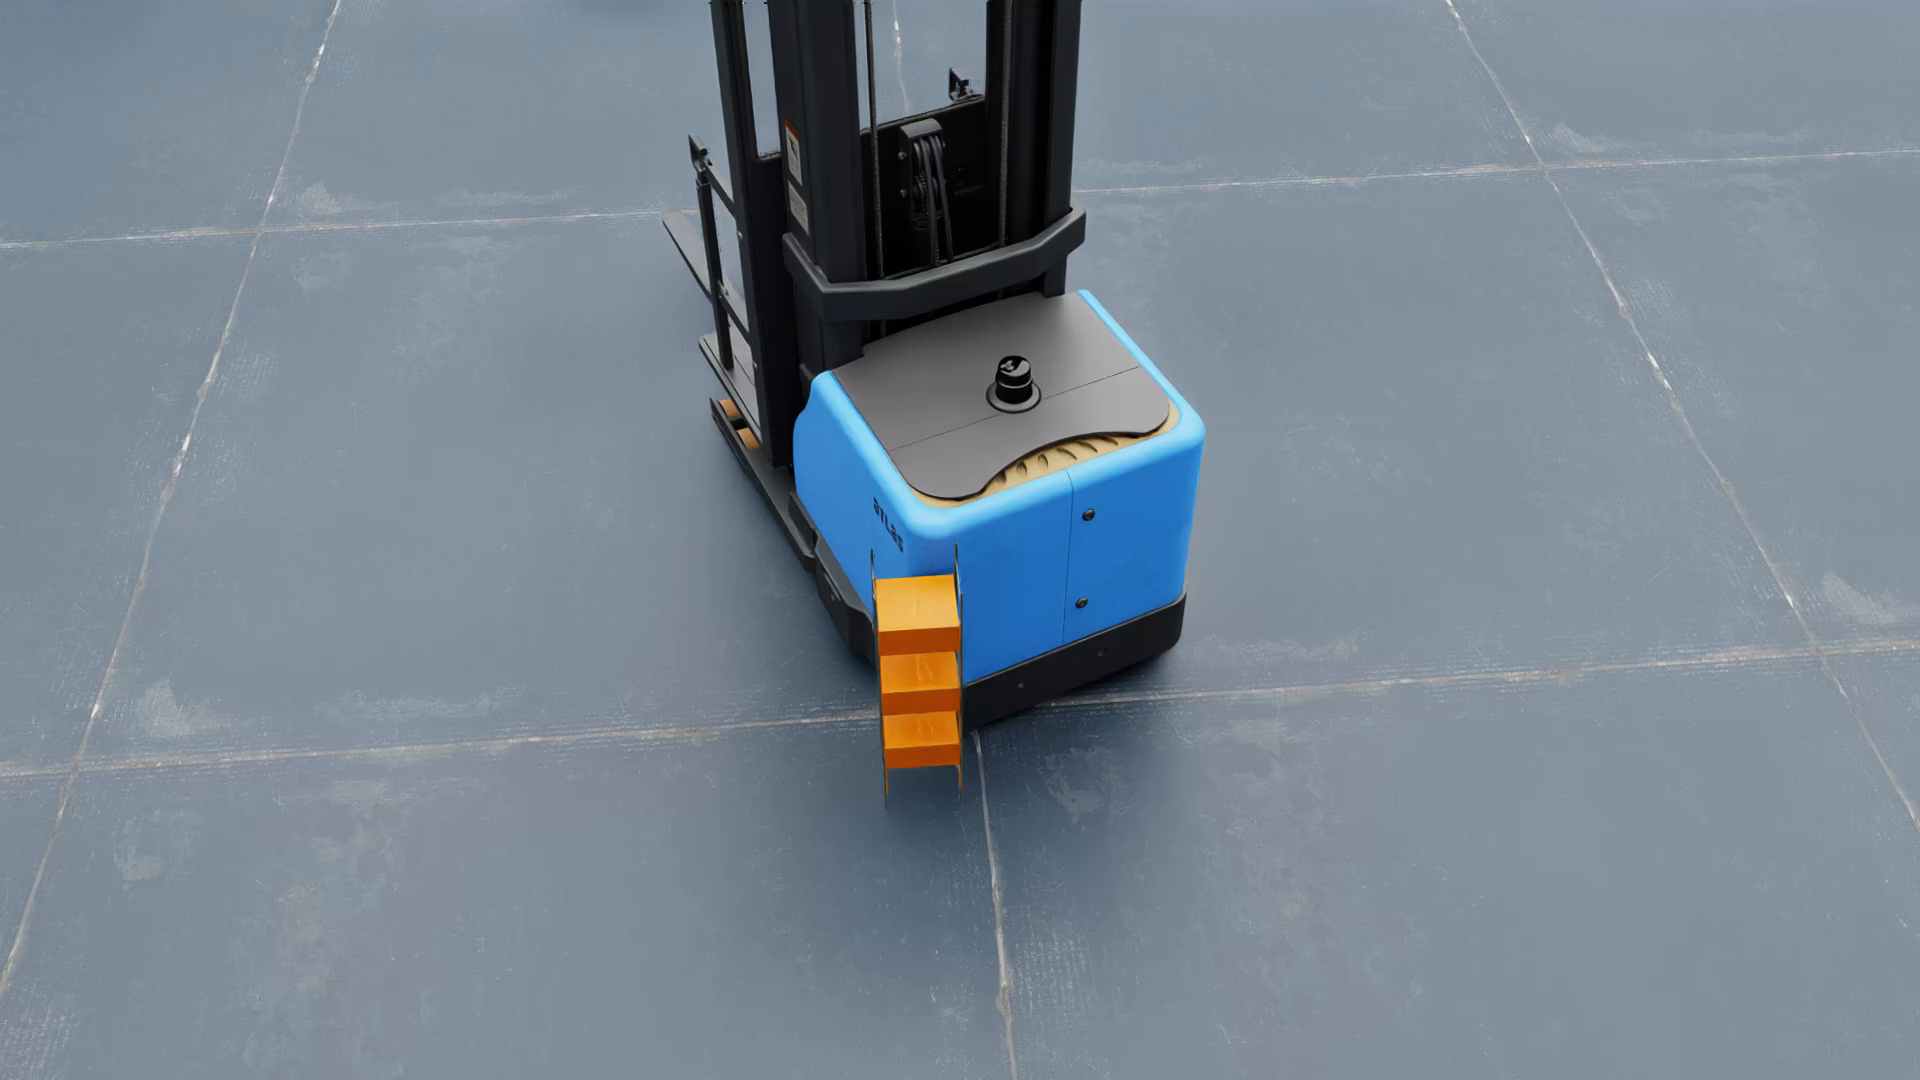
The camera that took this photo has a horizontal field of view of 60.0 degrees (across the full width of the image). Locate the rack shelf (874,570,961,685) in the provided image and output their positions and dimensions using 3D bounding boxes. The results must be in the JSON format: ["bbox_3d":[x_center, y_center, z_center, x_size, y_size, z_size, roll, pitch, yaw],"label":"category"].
[{"bbox_3d":[-0.125,0.258,4.906,0.240,0.259,0.215,-4,47,-3],"label":"rack shelf"}]

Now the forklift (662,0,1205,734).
[{"bbox_3d":[-0.333,-1.421,5.577,1.130,2.935,3.031,-20,50,-18],"label":"forklift"}]

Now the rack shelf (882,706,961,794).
[{"bbox_3d":[-0.125,0.644,5.314,0.240,0.259,0.215,-4,47,-3],"label":"rack shelf"}]

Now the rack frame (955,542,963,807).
[{"bbox_3d":[-0.004,0.438,5.112,0.008,1.050,0.200,-4,47,-3],"label":"rack frame"}]

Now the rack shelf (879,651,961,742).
[{"bbox_3d":[-0.125,0.453,5.112,0.240,0.259,0.215,-4,47,-3],"label":"rack shelf"}]

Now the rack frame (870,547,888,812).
[{"bbox_3d":[-0.247,0.453,5.097,0.008,1.050,0.200,-4,47,-3],"label":"rack frame"}]

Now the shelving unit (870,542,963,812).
[{"bbox_3d":[-0.125,0.446,5.105,0.252,1.050,0.215,-4,47,-3],"label":"shelving unit"}]
